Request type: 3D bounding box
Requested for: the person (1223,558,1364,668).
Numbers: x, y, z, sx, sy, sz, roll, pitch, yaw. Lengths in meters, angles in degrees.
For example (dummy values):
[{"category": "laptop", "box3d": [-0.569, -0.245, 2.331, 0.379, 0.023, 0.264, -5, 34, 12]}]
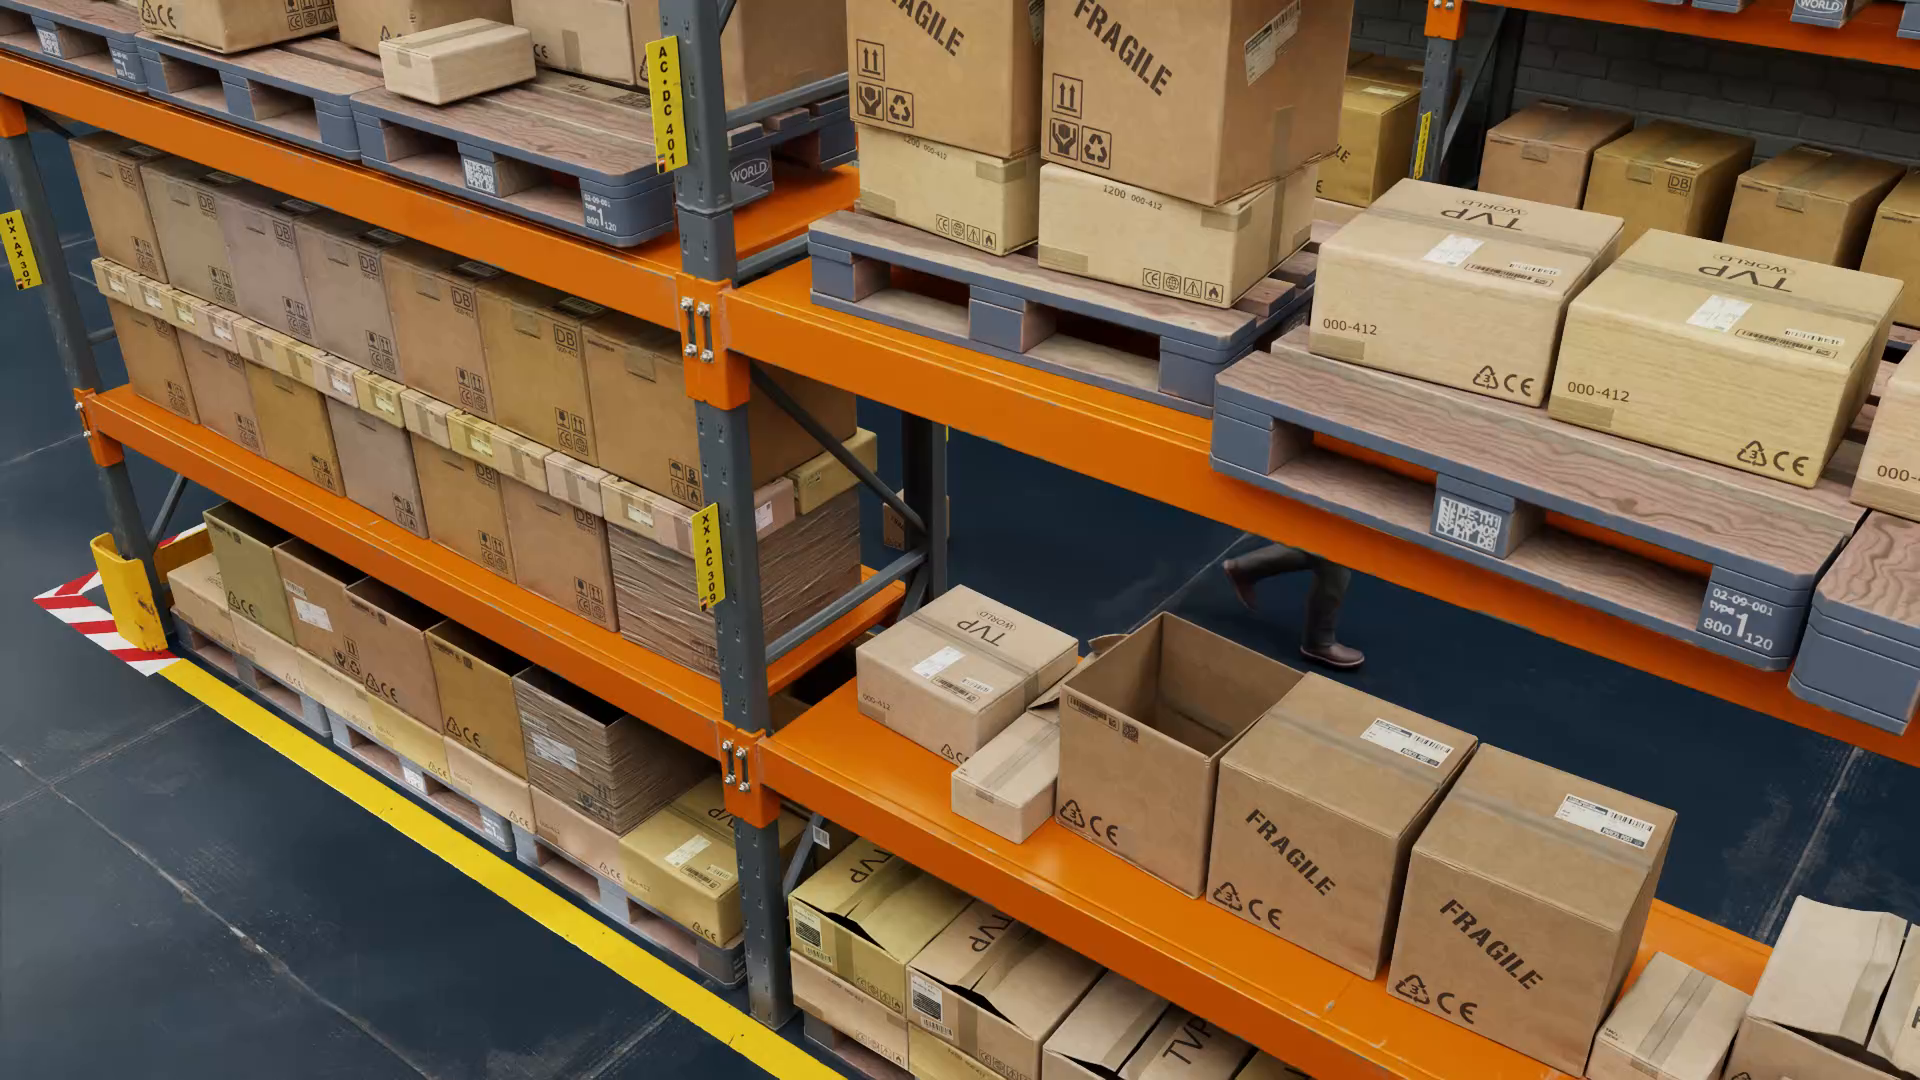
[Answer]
[{"category": "person", "box3d": [1.554, -0.219, 7.465, 0.742, 1.627, 0.444, 13, 33, 21]}]
